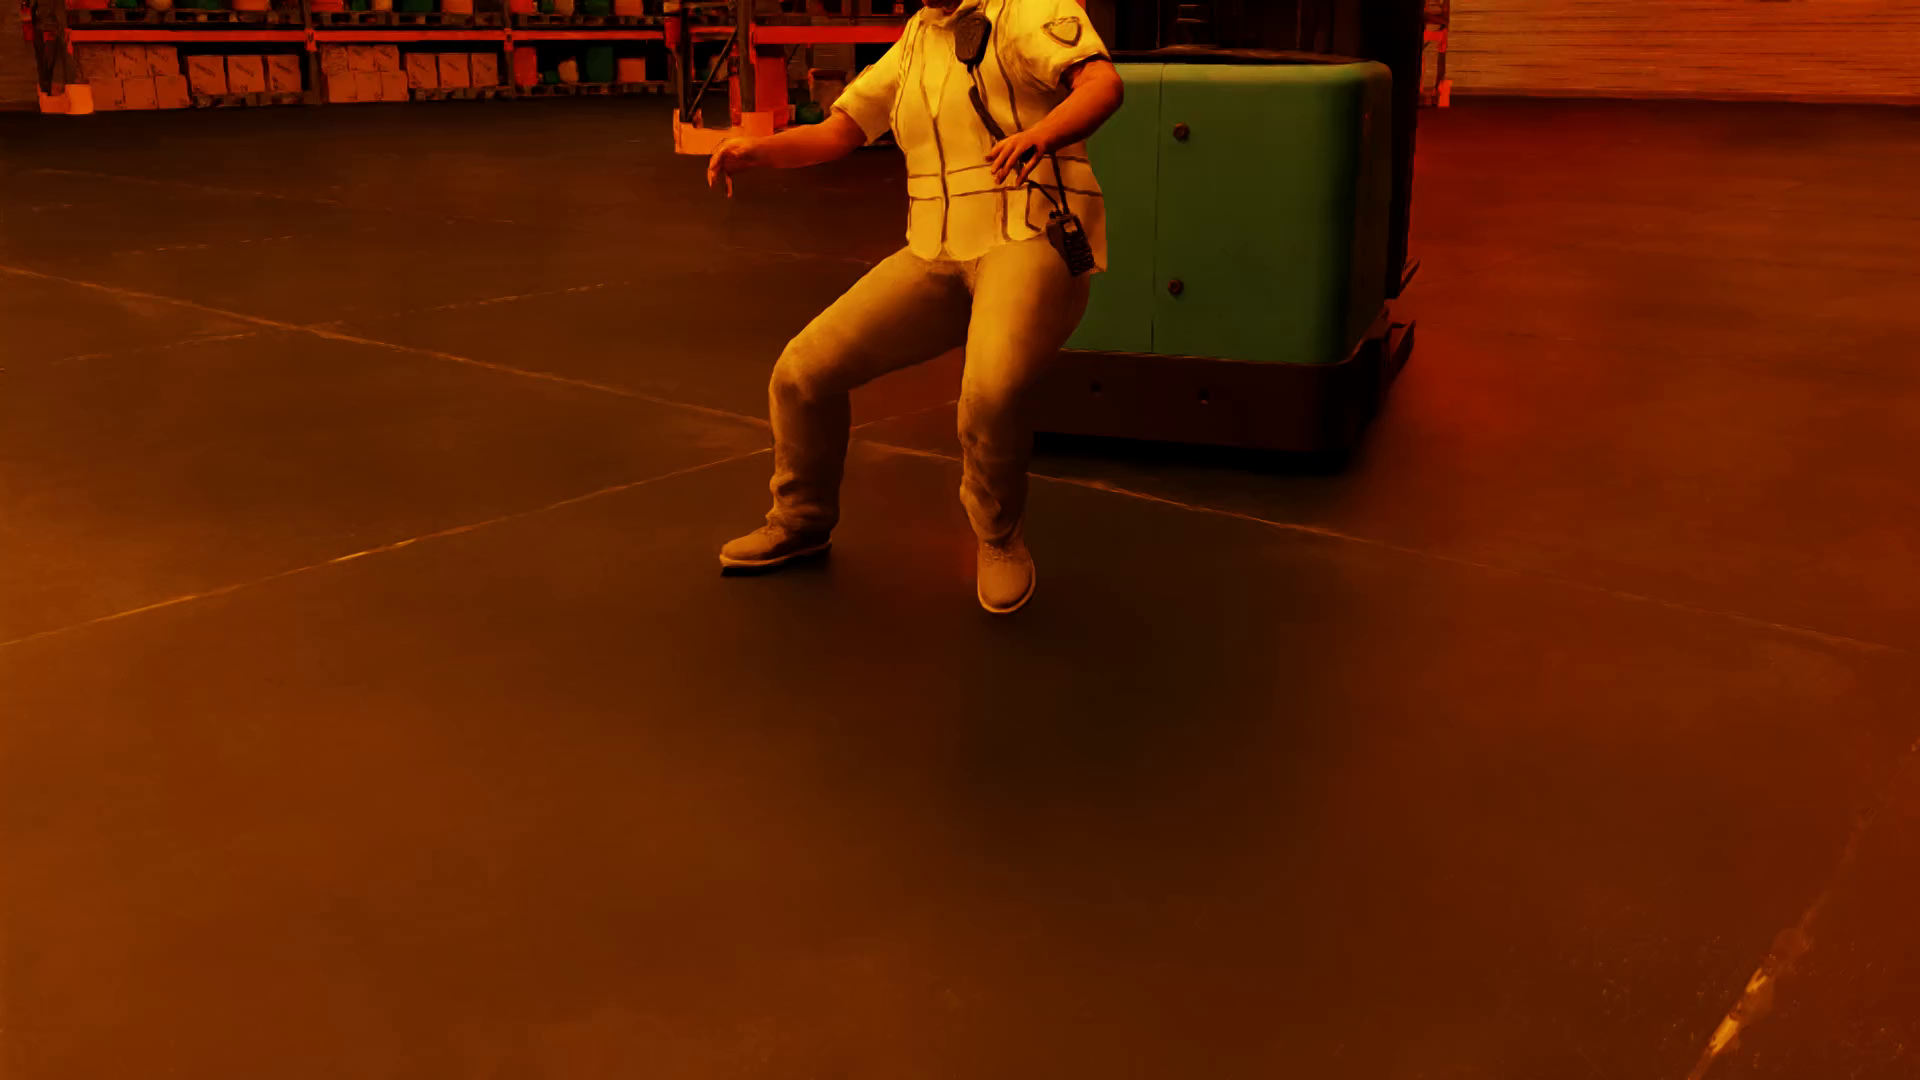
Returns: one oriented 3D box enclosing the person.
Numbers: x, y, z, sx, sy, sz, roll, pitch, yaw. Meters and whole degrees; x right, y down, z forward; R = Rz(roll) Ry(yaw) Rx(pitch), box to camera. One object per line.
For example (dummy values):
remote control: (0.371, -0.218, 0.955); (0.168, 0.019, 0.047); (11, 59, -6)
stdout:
person: (-0.088, -0.594, 3.368); (0.746, 1.459, 0.904); (-16, 23, -42)

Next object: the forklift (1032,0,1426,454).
forklift: (1.026, -2.024, 5.562); (1.130, 2.935, 3.031); (6, 18, 19)
